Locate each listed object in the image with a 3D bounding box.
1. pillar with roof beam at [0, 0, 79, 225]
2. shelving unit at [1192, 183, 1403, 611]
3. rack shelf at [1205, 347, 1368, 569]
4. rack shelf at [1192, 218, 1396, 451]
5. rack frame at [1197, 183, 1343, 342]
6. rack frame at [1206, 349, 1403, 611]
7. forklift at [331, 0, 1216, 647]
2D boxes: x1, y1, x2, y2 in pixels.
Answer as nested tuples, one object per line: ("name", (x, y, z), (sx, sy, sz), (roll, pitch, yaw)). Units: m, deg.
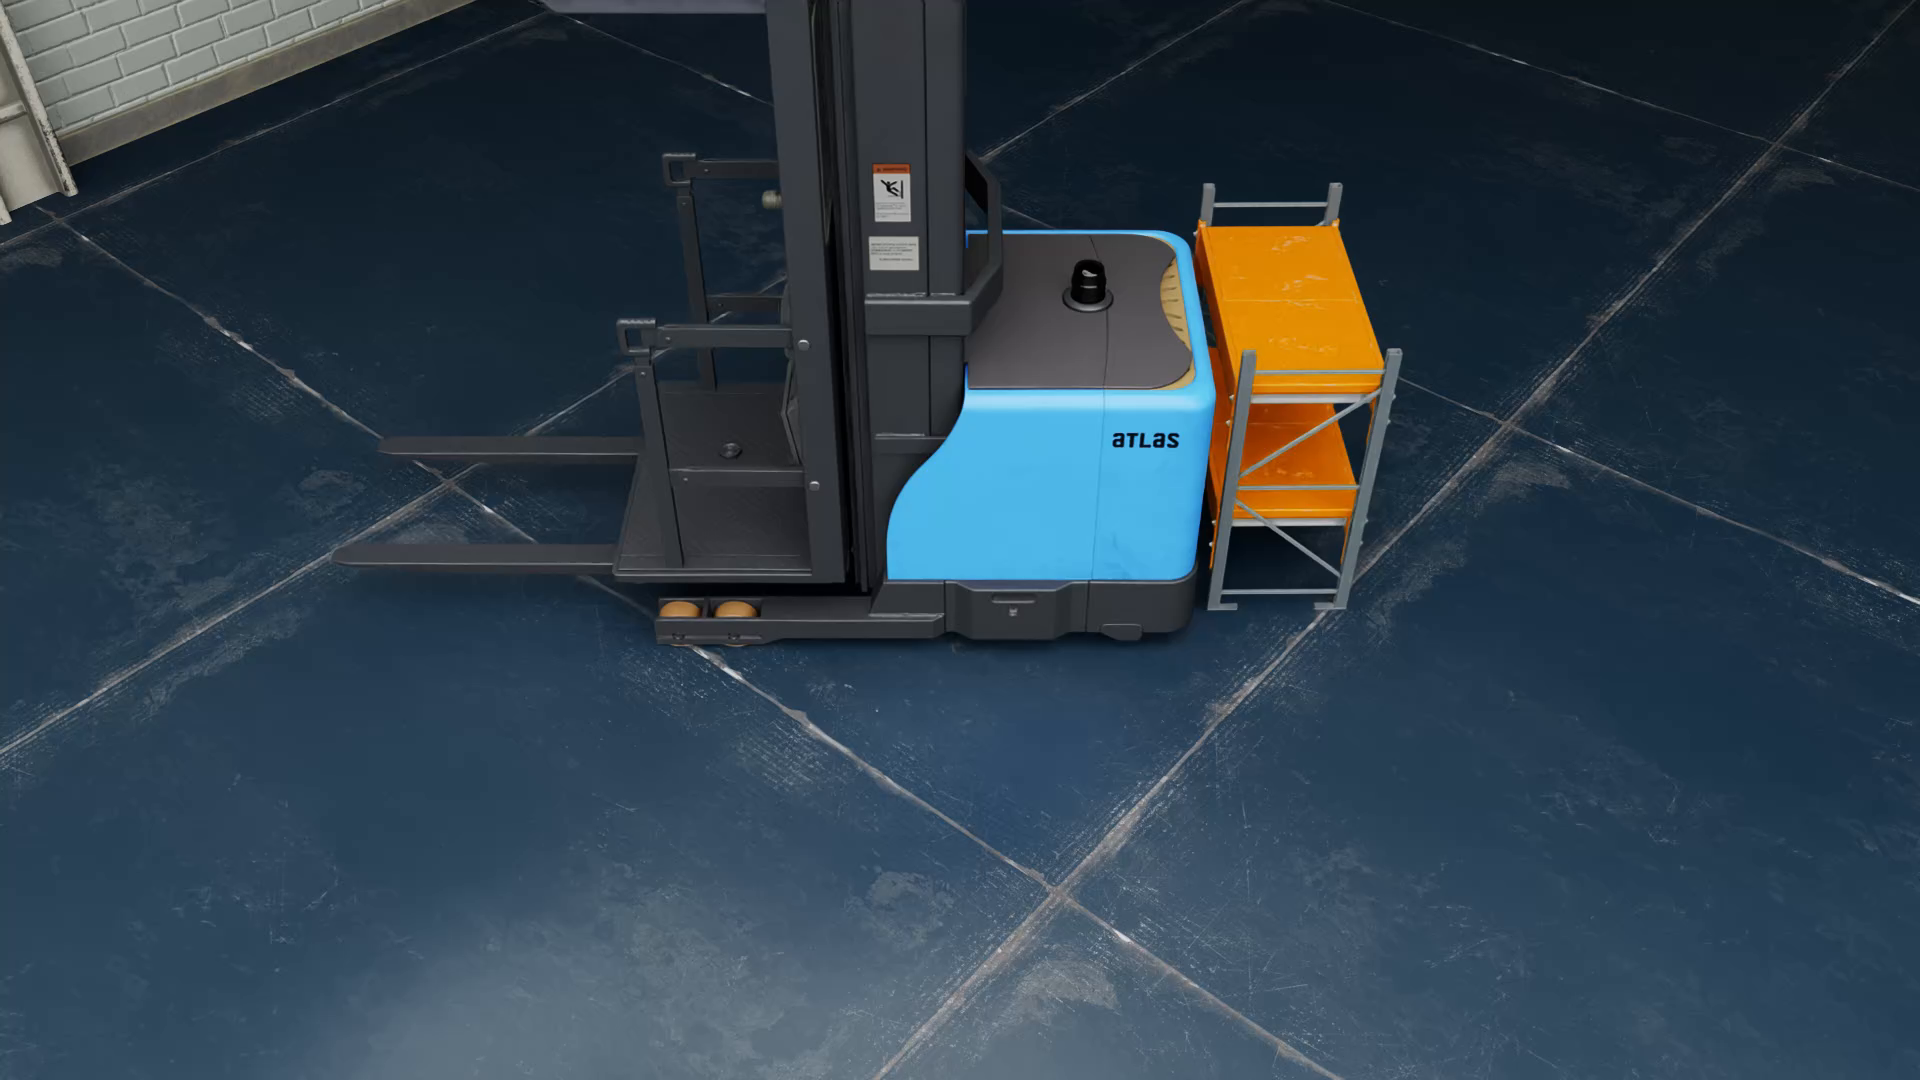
("pillar with roof beam", (-1.247, -3.127, 3.000), (9.100, 9.000, 0.400), (29, 50, 28))
("shelving unit", (1.131, -0.517, 5.981), (0.538, 1.125, 1.048), (0, 42, -1))
("rack shelf", (1.130, -0.336, 6.145), (0.538, 0.278, 1.000), (0, 42, -1))
("rack shelf", (1.132, -0.733, 5.784), (0.538, 0.278, 1.000), (0, 42, -1))
("rack frame", (1.124, -0.859, 6.357), (0.500, 1.125, 0.032), (0, 42, -1))
("rack frame", (1.138, -0.175, 5.605), (0.500, 1.125, 0.032), (0, 42, -1))
("forklift", (-0.696, -1.066, 5.244), (3.031, 2.935, 1.130), (0, 42, 0))
